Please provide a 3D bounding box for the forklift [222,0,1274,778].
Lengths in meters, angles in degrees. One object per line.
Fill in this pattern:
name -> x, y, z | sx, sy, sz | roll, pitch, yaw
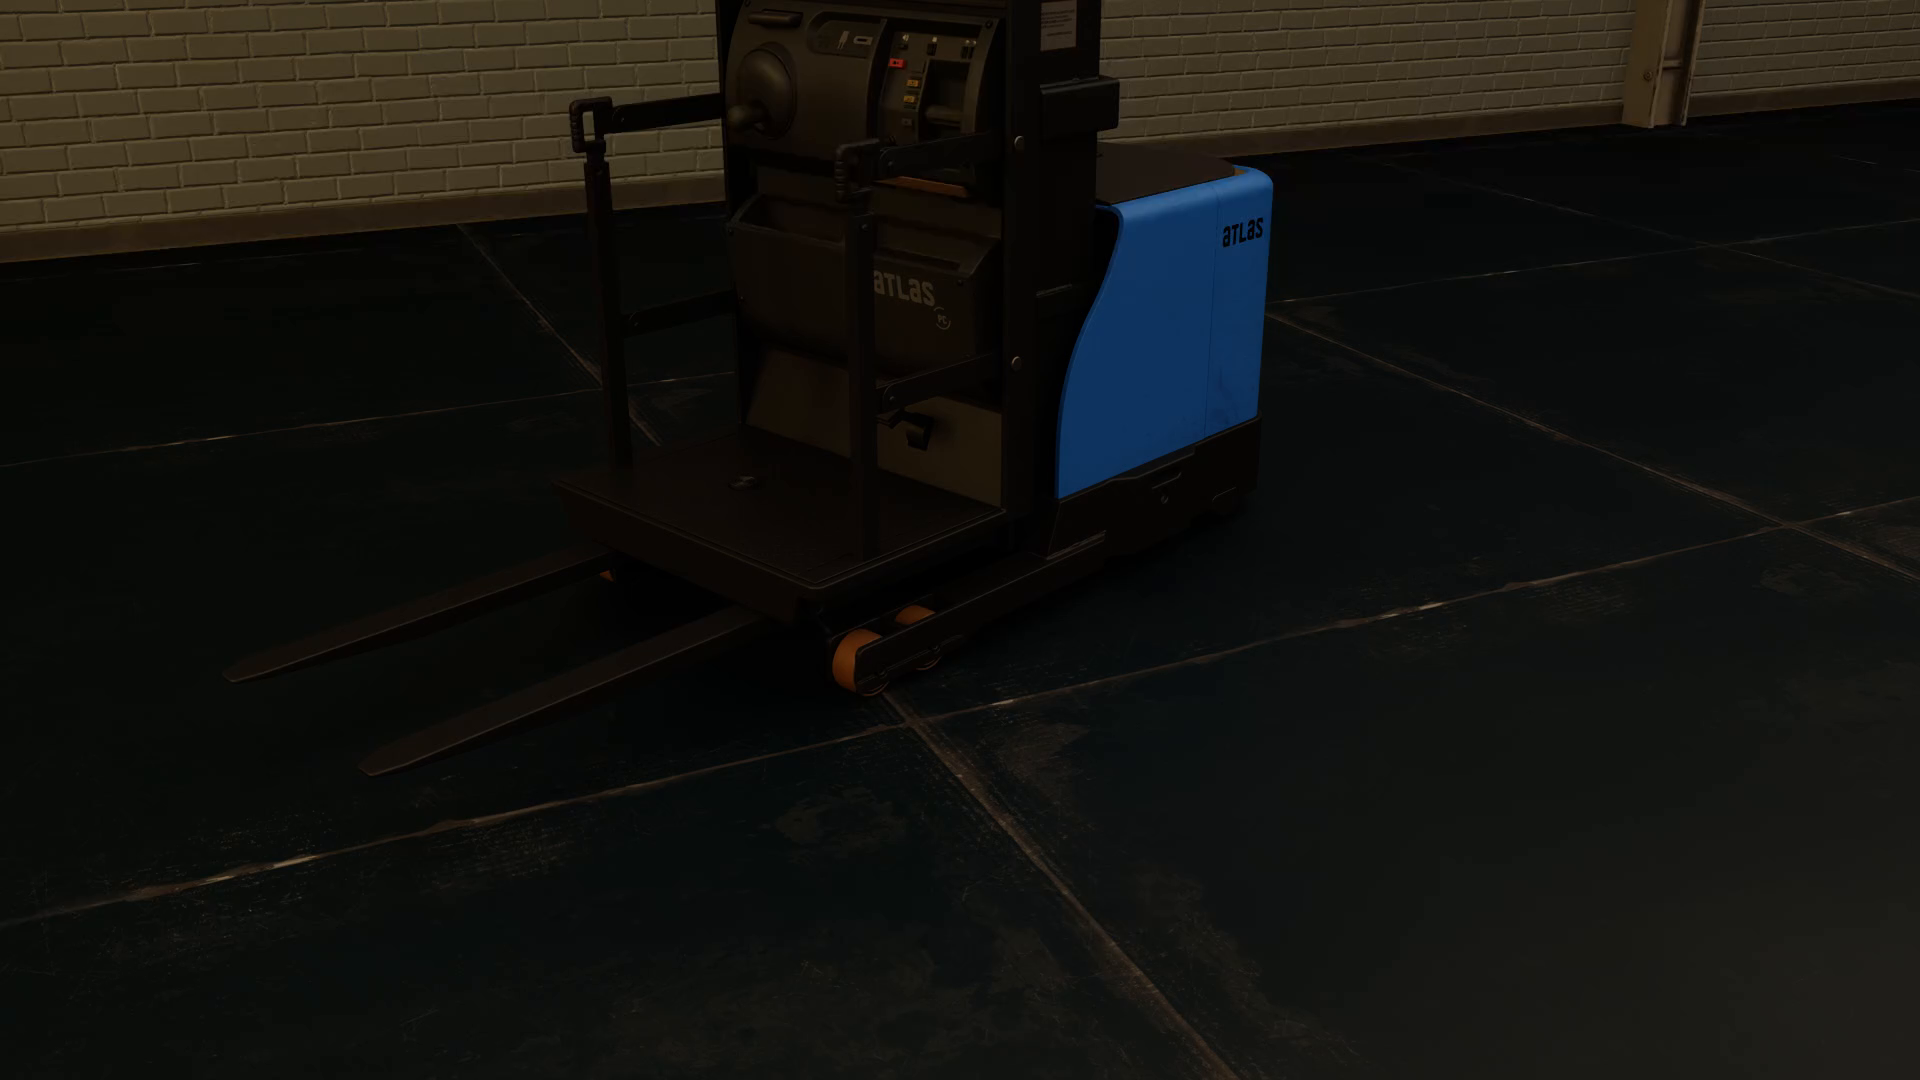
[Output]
forklift -> -0.413, -1.182, 4.131 | 1.130, 2.935, 3.031 | 19, 29, 39
